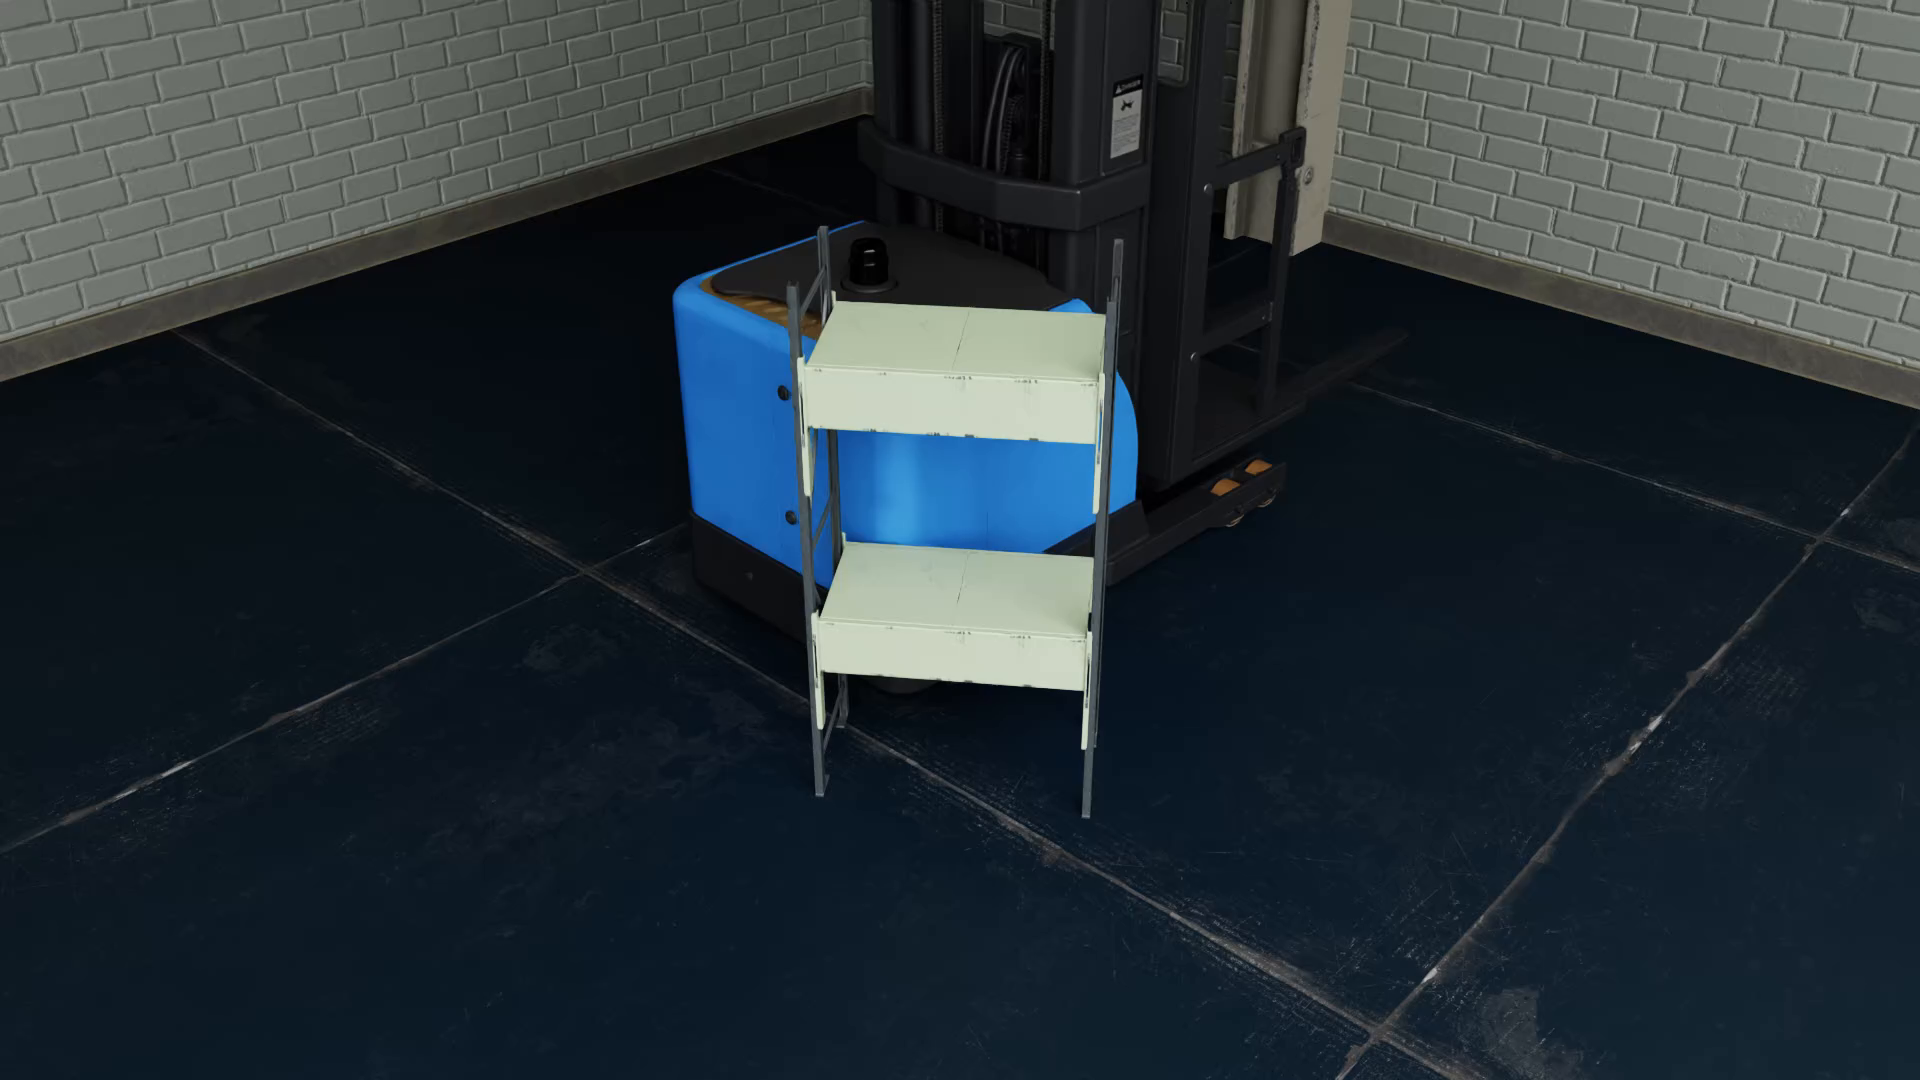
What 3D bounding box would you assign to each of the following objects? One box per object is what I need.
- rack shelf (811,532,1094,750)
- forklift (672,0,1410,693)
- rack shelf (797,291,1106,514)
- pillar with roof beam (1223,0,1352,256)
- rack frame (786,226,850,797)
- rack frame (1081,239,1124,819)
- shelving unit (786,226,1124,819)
[{"bbox_3d":[0.001,0.265,4.488,0.720,0.370,0.431,4,31,6],"label":"rack shelf"},{"bbox_3d":[0.518,-1.468,5.347,1.130,2.935,3.031,27,40,37],"label":"forklift"},{"bbox_3d":[0.001,-0.349,4.119,0.720,0.370,0.431,4,31,6],"label":"rack shelf"},{"bbox_3d":[-1.338,-3.703,3.176,0.400,9.000,9.100,25,39,35],"label":"pillar with roof beam"},{"bbox_3d":[-0.362,-0.038,4.359,0.023,1.500,0.400,4,31,6],"label":"rack frame"},{"bbox_3d":[0.364,0.009,4.281,0.023,1.500,0.400,4,31,6],"label":"rack frame"},{"bbox_3d":[0.001,-0.015,4.320,0.755,1.500,0.431,4,31,6],"label":"shelving unit"}]
